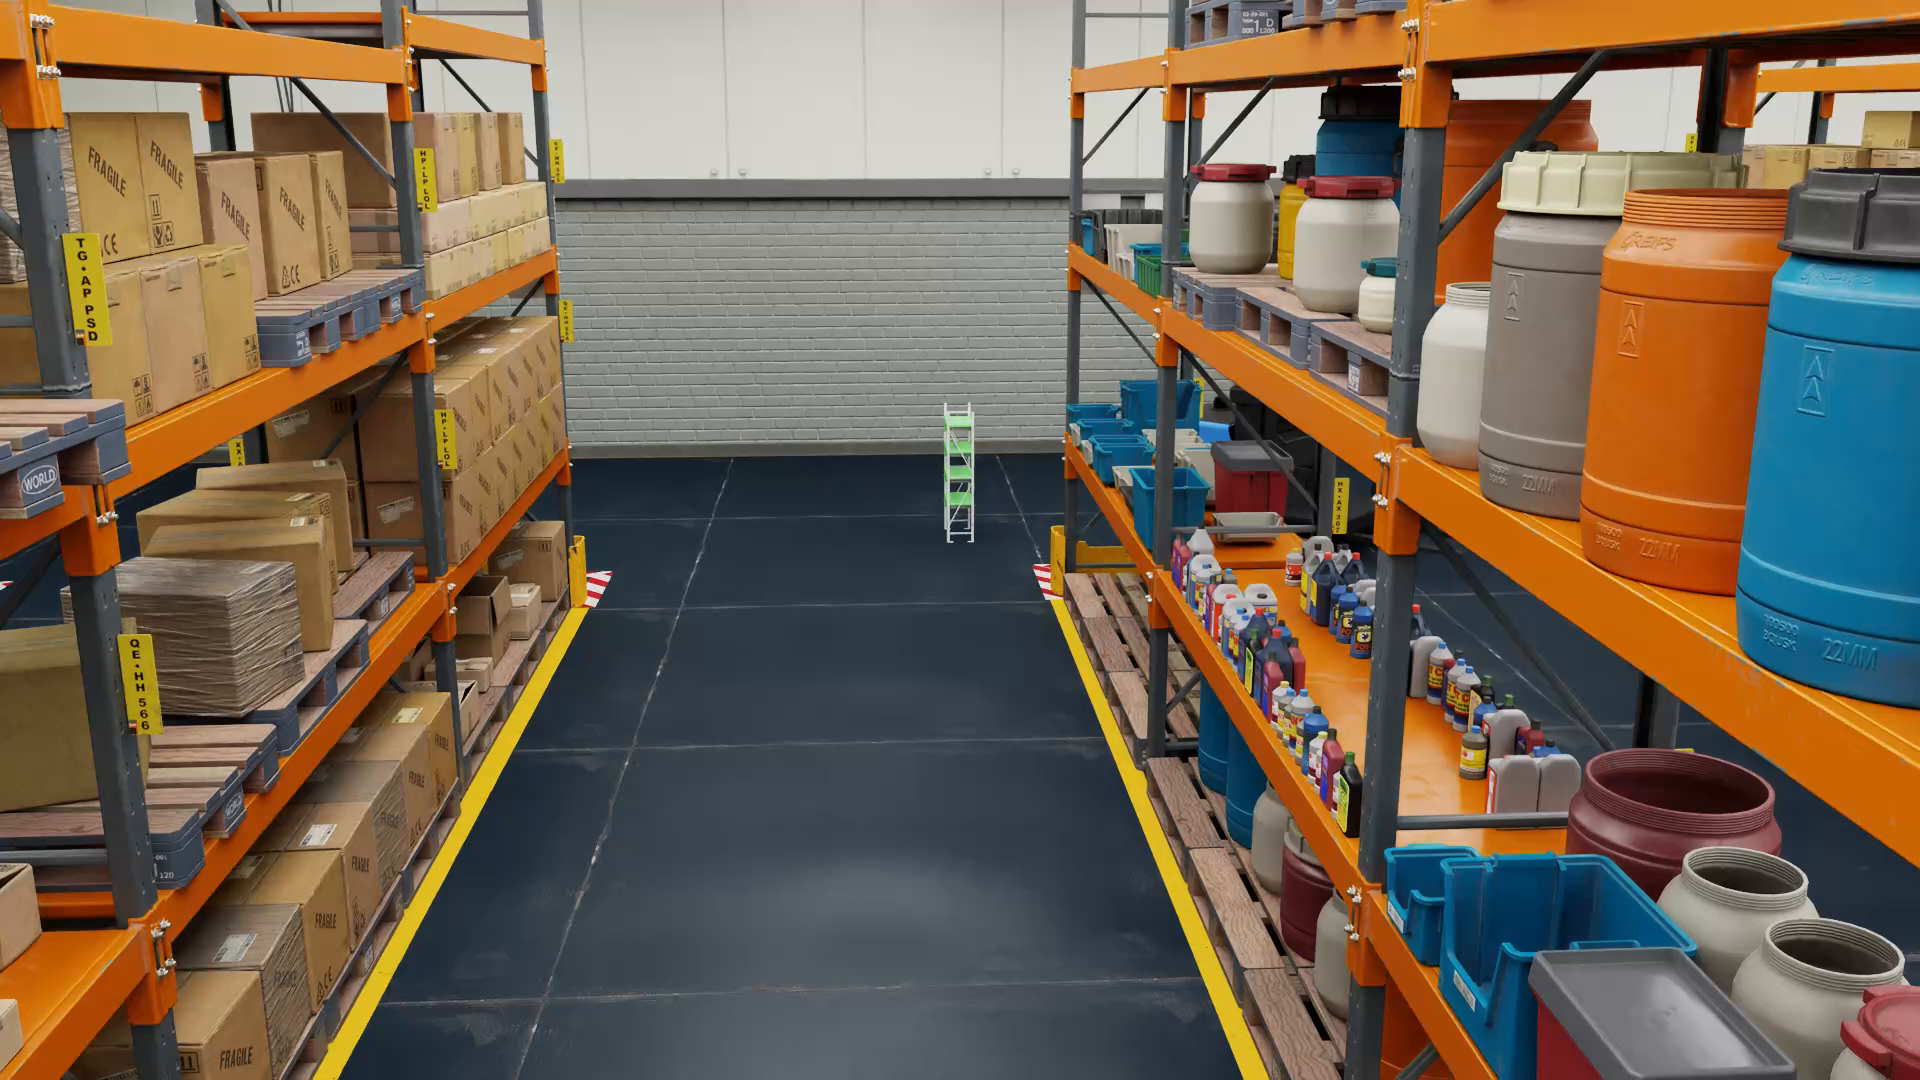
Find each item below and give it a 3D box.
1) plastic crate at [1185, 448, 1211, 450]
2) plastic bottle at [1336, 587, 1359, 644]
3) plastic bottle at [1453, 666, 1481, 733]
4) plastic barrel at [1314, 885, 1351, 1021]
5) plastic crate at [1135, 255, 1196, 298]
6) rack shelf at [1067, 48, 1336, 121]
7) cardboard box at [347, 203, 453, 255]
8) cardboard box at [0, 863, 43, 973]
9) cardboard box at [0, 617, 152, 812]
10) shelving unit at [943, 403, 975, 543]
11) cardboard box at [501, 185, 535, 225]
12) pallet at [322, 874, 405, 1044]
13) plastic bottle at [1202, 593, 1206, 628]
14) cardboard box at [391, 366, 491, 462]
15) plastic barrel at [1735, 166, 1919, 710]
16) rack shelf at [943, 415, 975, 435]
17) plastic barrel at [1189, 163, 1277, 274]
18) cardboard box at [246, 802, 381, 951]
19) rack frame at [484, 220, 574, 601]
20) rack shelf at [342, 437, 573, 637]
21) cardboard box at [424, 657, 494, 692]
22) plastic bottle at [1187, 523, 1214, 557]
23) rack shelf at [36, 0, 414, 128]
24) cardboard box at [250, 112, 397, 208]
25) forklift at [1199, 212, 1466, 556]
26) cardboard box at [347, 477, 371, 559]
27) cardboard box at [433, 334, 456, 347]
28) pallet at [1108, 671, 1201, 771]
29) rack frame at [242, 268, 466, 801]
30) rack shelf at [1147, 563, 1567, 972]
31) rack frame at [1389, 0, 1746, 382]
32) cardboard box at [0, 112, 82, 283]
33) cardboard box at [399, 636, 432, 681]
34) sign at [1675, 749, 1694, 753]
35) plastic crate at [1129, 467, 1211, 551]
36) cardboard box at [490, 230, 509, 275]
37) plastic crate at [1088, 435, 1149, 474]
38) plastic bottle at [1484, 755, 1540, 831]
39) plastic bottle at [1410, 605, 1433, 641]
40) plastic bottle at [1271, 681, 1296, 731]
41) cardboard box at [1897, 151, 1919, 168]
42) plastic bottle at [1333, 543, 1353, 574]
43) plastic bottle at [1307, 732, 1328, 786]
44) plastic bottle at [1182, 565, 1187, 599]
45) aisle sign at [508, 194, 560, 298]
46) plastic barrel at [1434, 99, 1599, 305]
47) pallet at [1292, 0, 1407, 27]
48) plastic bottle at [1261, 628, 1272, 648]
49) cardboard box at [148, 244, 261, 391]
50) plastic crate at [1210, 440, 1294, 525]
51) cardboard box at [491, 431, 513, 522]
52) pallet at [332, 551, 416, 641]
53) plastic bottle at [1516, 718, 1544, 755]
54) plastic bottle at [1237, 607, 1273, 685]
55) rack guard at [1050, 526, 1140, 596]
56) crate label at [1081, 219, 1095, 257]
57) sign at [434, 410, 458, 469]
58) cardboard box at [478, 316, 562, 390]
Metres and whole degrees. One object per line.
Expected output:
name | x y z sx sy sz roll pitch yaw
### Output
plastic crate | 1.735 -0.487 11.337 0.416 0.233 0.300 -1 14 -3
plastic bottle | 1.886 0.361 8.085 0.097 0.271 0.097 0 14 0
plastic bottle | 2.113 0.659 6.927 0.097 0.271 0.097 0 14 0
plastic barrel | 1.676 1.685 6.831 0.421 0.512 0.421 0 14 0
plastic crate | 1.272 -1.501 9.471 0.450 0.188 0.662 -1 14 -3
rack shelf | 1.476 -2.911 10.752 1.077 0.370 4.000 -1 14 -3
cardboard box | -3.126 -1.722 9.201 0.500 0.250 0.500 -1 14 -3
cardboard box | -3.117 1.154 4.924 0.500 0.311 0.500 0 14 0
cardboard box | -3.248 0.613 5.804 0.700 0.500 0.500 -6 16 -22
shelving unit | -0.010 -0.622 15.260 0.258 1.200 0.503 -1 14 -3
cardboard box | -3.274 -2.344 11.618 0.500 0.250 0.500 -1 14 -3
pallet | -3.177 1.881 7.515 1.003 0.211 1.213 -1 14 -3
plastic bottle | 1.263 0.335 8.326 0.097 0.201 0.097 0 14 0
cardboard box | -3.125 -0.758 9.967 0.500 0.500 0.500 -1 14 -5
plastic barrel | 1.767 -0.205 3.001 0.600 0.901 0.708 -1 14 -3
rack shelf | -0.010 -1.025 15.157 0.258 0.148 0.480 -1 14 -3
plastic barrel | 1.382 -1.638 8.460 0.433 0.535 0.433 0 14 0
cardboard box | -2.941 1.515 7.476 0.500 0.500 0.500 -1 14 -5
rack frame | -3.592 -0.970 13.000 1.000 3.000 0.127 -1 14 -3
rack shelf | -3.468 -0.124 11.156 1.077 0.370 4.000 -1 14 -3
cardboard box | -3.218 0.861 10.686 0.380 0.166 0.250 -1 14 -3
plastic bottle | 1.301 0.076 9.034 0.144 0.351 0.185 -1 14 -3
rack shelf | -3.220 -1.841 6.592 1.077 0.370 4.000 -1 14 -3
cardboard box | -3.412 -2.081 9.090 0.700 0.500 0.500 -1 14 -3
forklift | 3.273 -1.389 14.766 3.031 2.935 1.130 12 19 39
cardboard box | -3.631 -0.144 9.589 0.500 0.500 0.500 -1 14 -3
cardboard box | -3.762 -1.134 11.429 0.500 0.500 0.500 -1 14 -3
pallet | 1.516 1.118 10.483 1.003 0.211 1.213 -1 14 -3
rack frame | -3.344 0.025 9.134 1.000 3.000 0.127 -1 14 -3
rack shelf | 1.724 0.795 7.584 1.077 0.370 4.000 -1 14 -3
rack frame | 1.848 -1.961 4.813 1.000 3.000 0.127 -1 14 -3
cardboard box | -3.117 -1.074 5.178 0.500 0.500 0.500 -1 14 -3
cardboard box | -3.709 0.790 10.672 0.500 0.311 0.500 -1 14 -3
sign | 2.397 0.855 5.580 0.100 0.325 0.005 -1 14 -3
plastic crate | 1.231 -0.183 9.852 0.392 0.384 0.575 -1 14 -3
cardboard box | -3.218 -1.853 10.713 0.500 0.250 0.500 -1 14 -3
plastic crate | 1.121 -0.599 11.776 0.416 0.233 0.300 -1 14 -3
plastic bottle | 1.992 0.894 6.005 0.152 0.276 0.135 -1 14 -3
plastic bottle | 2.052 0.471 7.500 0.144 0.351 0.185 -1 14 -3
plastic bottle | 1.352 0.690 6.945 0.097 0.201 0.097 0 14 0
cardboard box | 6.406 -2.208 10.546 0.700 0.500 0.500 0 14 -1
plastic bottle | 1.984 0.197 8.564 0.144 0.351 0.185 -1 14 -3
plastic bottle | 1.388 0.836 6.381 0.097 0.201 0.097 0 14 0
plastic bottle | 1.231 0.205 8.832 0.097 0.201 0.097 0 14 0
aisle sign | -3.290 -2.251 12.760 0.394 0.787 0.004 -1 14 -3
plastic barrel | 1.816 -1.061 5.630 0.600 0.830 0.708 -1 14 -3
pallet | 1.834 -1.856 5.586 1.213 0.211 1.003 -1 14 -3
plastic bottle | 1.367 0.542 7.357 0.061 0.283 0.133 -1 14 -3
cardboard box | -3.221 -0.846 6.296 0.910 0.500 0.500 -1 14 -3
plastic crate | 1.795 -0.337 10.290 0.402 0.464 0.583 -1 14 -3
cardboard box | -3.167 -0.406 10.608 0.500 0.500 0.500 -1 14 -4
pallet | -3.403 0.318 8.378 1.003 0.211 1.213 -1 14 -3
plastic bottle | 2.169 0.806 6.333 0.061 0.283 0.133 -1 14 -3
plastic bottle | 1.338 0.470 7.501 0.144 0.351 0.185 -1 14 -3
rack guard | 1.338 0.159 13.627 1.175 0.500 0.348 -1 14 -3
crate label | 1.087 -2.192 12.027 0.408 0.251 0.502 -1 14 -3
sign | -2.790 -0.545 9.026 0.100 0.325 0.005 -1 14 -3
cardboard box | -3.290 -1.396 12.449 0.500 0.500 0.500 -1 14 -4
